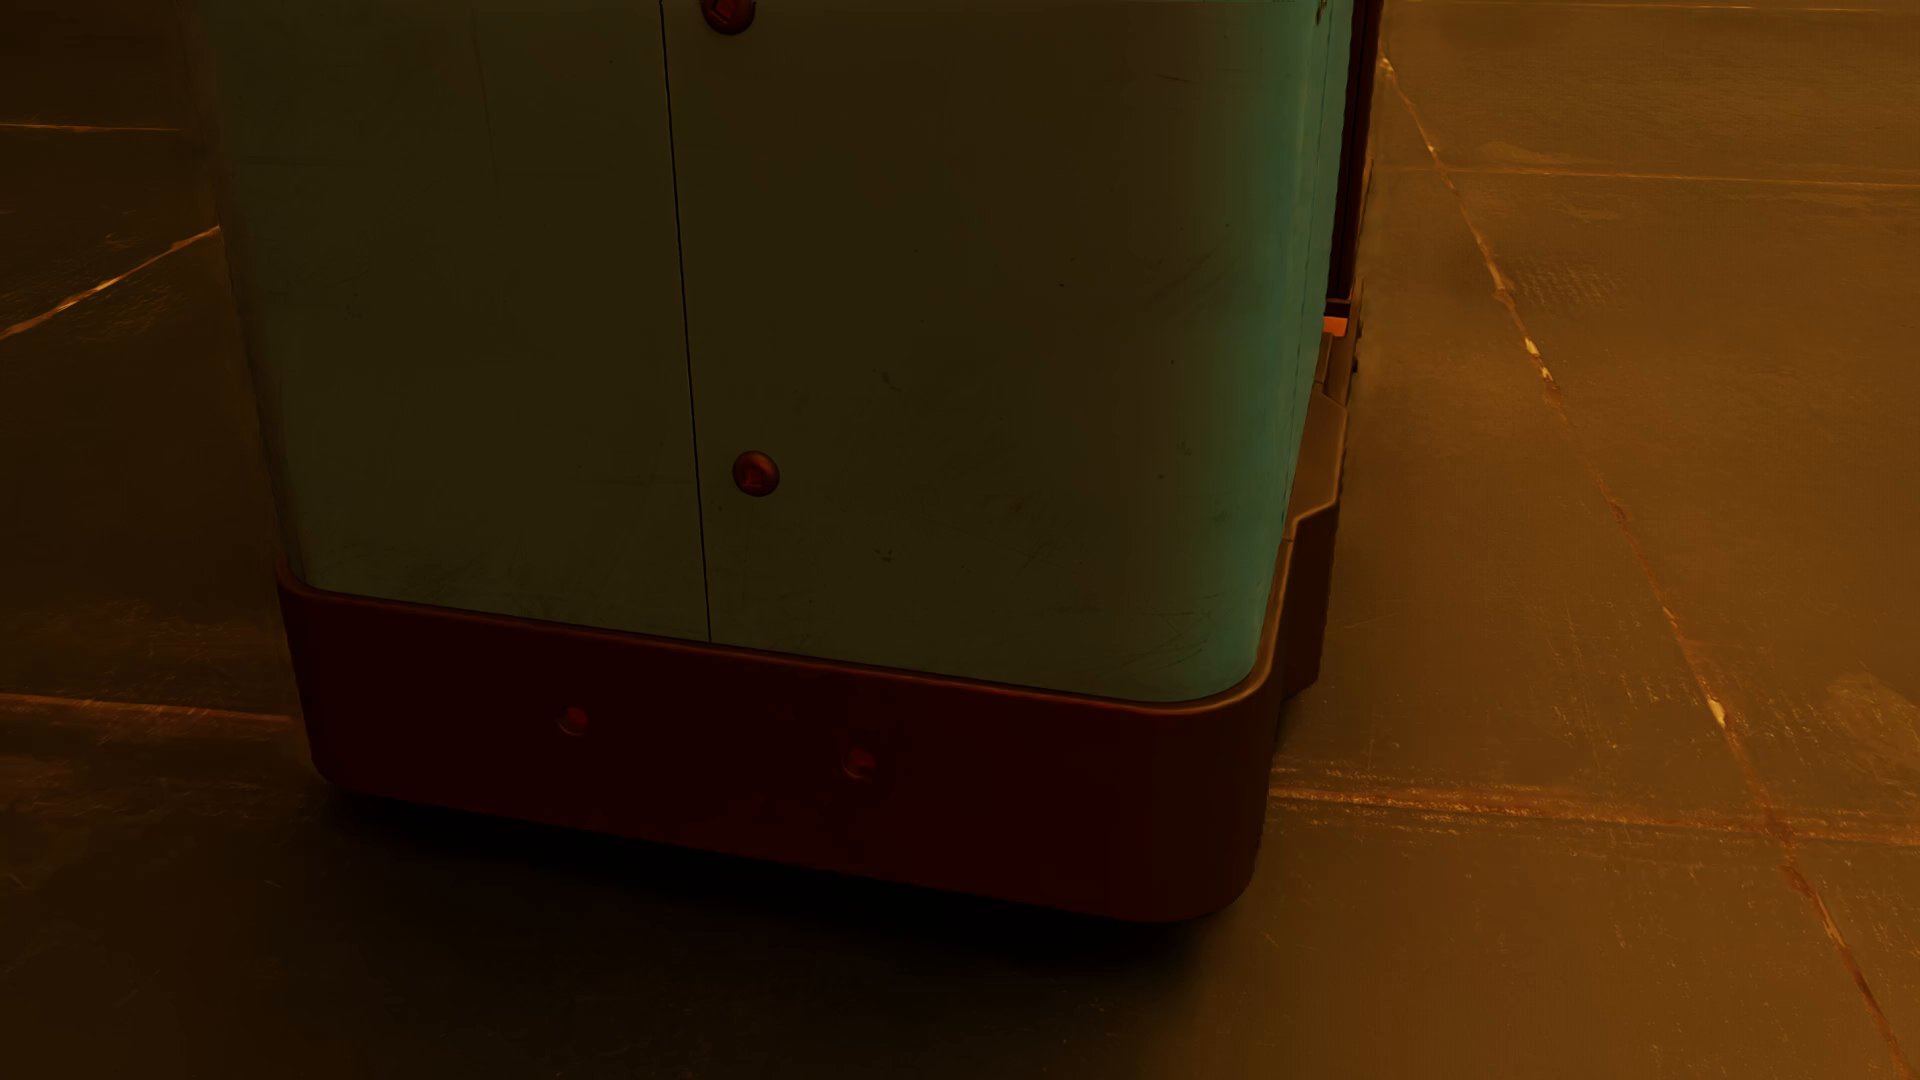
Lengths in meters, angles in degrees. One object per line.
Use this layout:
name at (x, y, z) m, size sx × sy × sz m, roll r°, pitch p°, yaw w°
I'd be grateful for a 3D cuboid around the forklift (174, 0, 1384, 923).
forklift at (0.141, -1.581, 2.385) m, size 1.130 × 2.935 × 3.031 m, roll 7°, pitch 27°, yaw 13°
